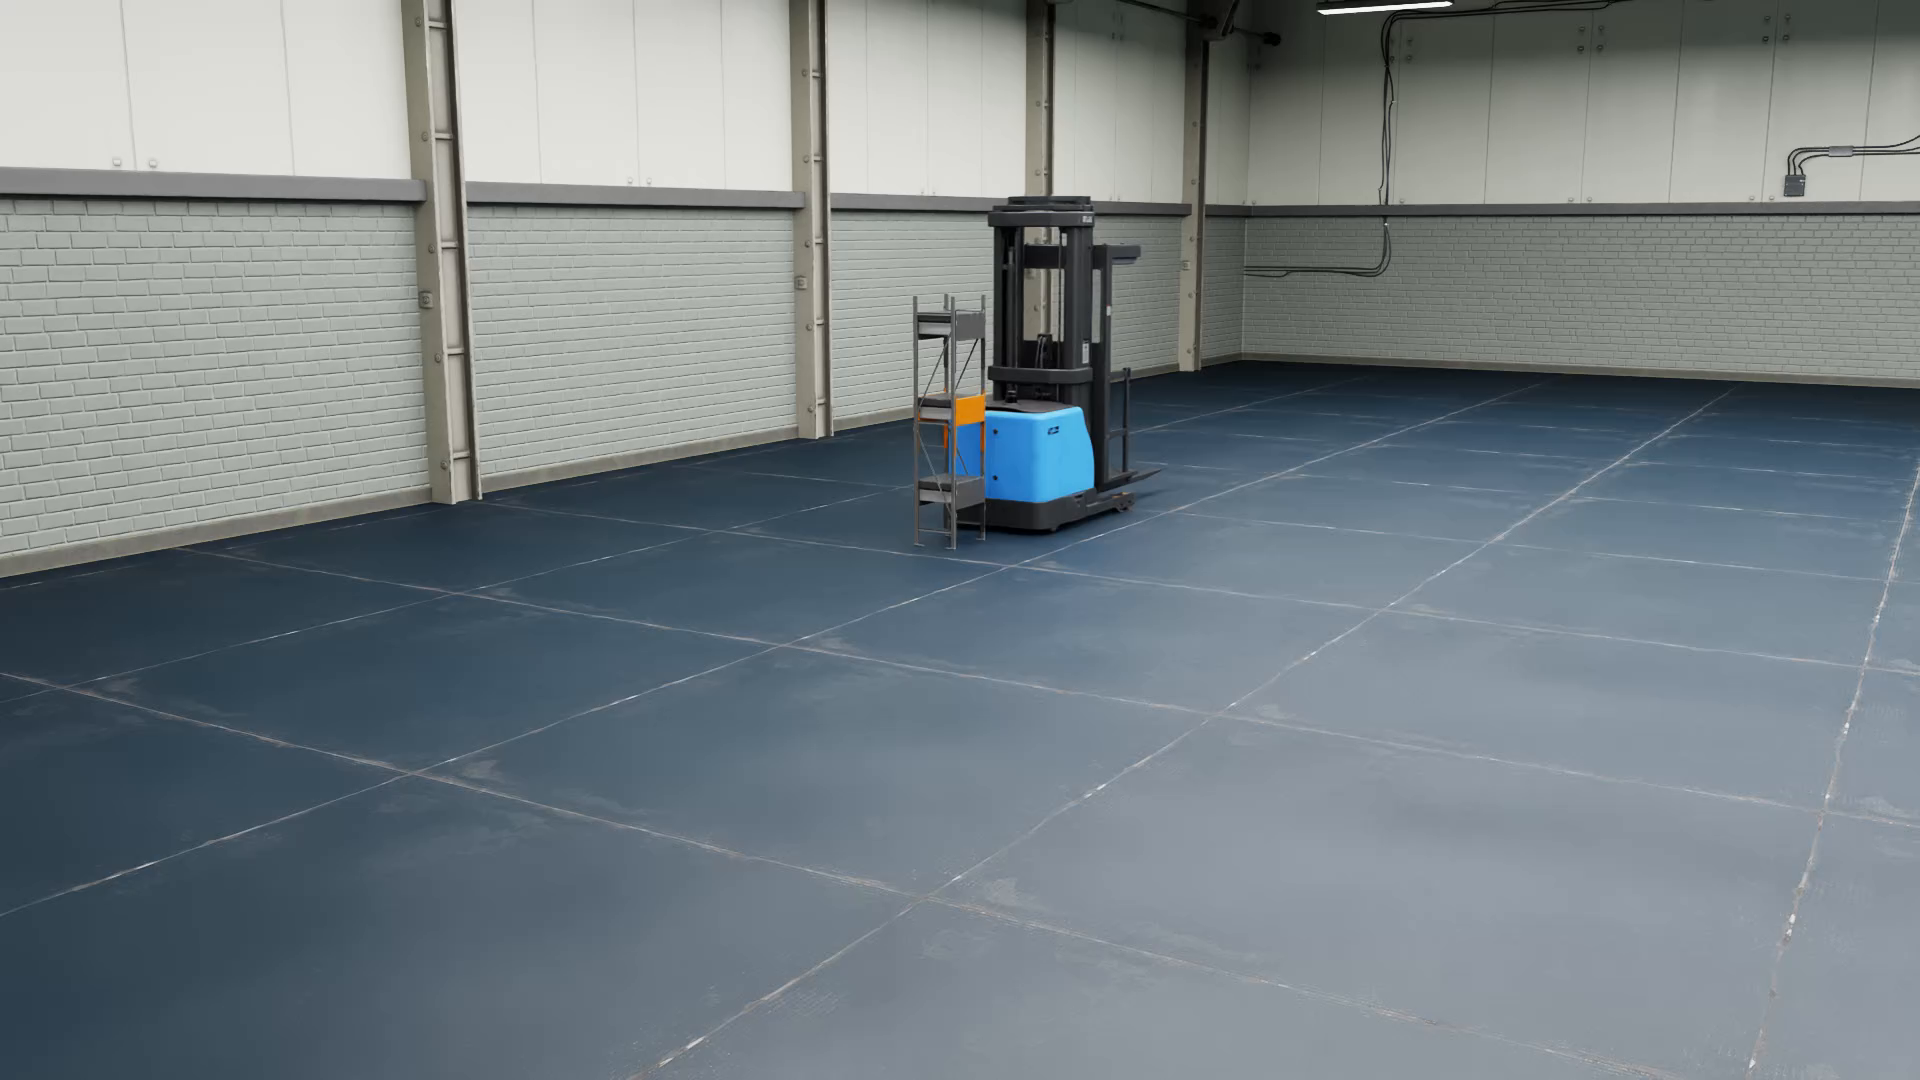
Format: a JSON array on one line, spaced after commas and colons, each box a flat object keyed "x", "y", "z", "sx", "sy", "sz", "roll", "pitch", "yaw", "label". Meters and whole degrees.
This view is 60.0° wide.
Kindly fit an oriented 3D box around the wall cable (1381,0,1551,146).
[{"x": 9.329, "y": -8.682, "z": 31.005, "sx": 3.097, "sy": 2.526, "sz": 0.112, "roll": 6, "pitch": 12, "yaw": 31, "label": "wall cable"}]

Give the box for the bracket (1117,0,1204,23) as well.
[{"x": 3.108, "y": -8.913, "z": 27.739, "sx": 0.076, "sy": 0.066, "sz": 4.783, "roll": 6, "pitch": 12, "yaw": 31, "label": "bracket"}]

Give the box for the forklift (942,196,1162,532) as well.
[{"x": 1.016, "y": -1.739, "z": 15.693, "sx": 1.130, "sy": 2.935, "sz": 3.031, "roll": 6, "pitch": 12, "yaw": 30, "label": "forklift"}]

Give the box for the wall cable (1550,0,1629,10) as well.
[{"x": 11.974, "y": -10.622, "z": 29.008, "sx": 3.097, "sy": 2.526, "sz": 0.112, "roll": 6, "pitch": 12, "yaw": 31, "label": "wall cable"}]

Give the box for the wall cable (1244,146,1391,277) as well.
[{"x": 7.017, "y": -6.458, "z": 32.851, "sx": 3.097, "sy": 2.526, "sz": 0.112, "roll": 6, "pitch": 12, "yaw": 31, "label": "wall cable"}]

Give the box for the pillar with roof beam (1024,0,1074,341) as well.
[{"x": 4.922, "y": -6.293, "z": 23.528, "sx": 9.100, "sy": 9.000, "sz": 0.548, "roll": 6, "pitch": 12, "yaw": 31, "label": "pillar with roof beam"}]

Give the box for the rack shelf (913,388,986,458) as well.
[{"x": -0.086, "y": -0.993, "z": 14.039, "sx": 0.431, "sy": 0.518, "sz": 0.480, "roll": 6, "pitch": 12, "yaw": 31, "label": "rack shelf"}]

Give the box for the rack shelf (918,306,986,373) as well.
[{"x": -0.086, "y": -1.681, "z": 13.910, "sx": 0.431, "sy": 0.518, "sz": 0.480, "roll": 6, "pitch": 12, "yaw": 31, "label": "rack shelf"}]

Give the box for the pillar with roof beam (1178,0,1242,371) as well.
[{"x": 8.037, "y": -7.236, "z": 28.568, "sx": 9.100, "sy": 9.000, "sz": 0.548, "roll": 6, "pitch": 12, "yaw": 31, "label": "pillar with roof beam"}]

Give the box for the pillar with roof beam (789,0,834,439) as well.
[{"x": 1.807, "y": -5.349, "z": 18.487, "sx": 9.100, "sy": 9.000, "sz": 0.400, "roll": 6, "pitch": 12, "yaw": 31, "label": "pillar with roof beam"}]

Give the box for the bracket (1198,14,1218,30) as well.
[{"x": 4.445, "y": -9.318, "z": 29.904, "sx": 0.235, "sy": 0.232, "sz": 0.430, "roll": 6, "pitch": 12, "yaw": 31, "label": "bracket"}]

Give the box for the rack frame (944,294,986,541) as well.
[{"x": 0.041, "y": -1.044, "z": 14.241, "sx": 0.400, "sy": 2.100, "sz": 0.015, "roll": 6, "pitch": 12, "yaw": 31, "label": "rack frame"}]

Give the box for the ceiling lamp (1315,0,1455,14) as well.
[{"x": 6.411, "y": -9.455, "z": 24.558, "sx": 2.000, "sy": 3.185, "sz": 0.800, "roll": 6, "pitch": 12, "yaw": 31, "label": "ceiling lamp"}]

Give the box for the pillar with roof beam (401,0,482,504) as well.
[{"x": -1.308, "y": -4.406, "z": 13.447, "sx": 9.100, "sy": 9.000, "sz": 0.400, "roll": 6, "pitch": 12, "yaw": 31, "label": "pillar with roof beam"}]

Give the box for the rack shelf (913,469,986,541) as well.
[{"x": -0.086, "y": -0.305, "z": 14.168, "sx": 0.431, "sy": 0.518, "sz": 0.480, "roll": 6, "pitch": 12, "yaw": 31, "label": "rack shelf"}]

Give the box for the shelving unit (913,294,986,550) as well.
[{"x": -0.086, "y": -1.006, "z": 14.036, "sx": 0.431, "sy": 2.100, "sz": 0.503, "roll": 6, "pitch": 12, "yaw": 31, "label": "shelving unit"}]

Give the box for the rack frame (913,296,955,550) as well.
[{"x": -0.213, "y": -0.968, "z": 13.831, "sx": 0.400, "sy": 2.100, "sz": 0.015, "roll": 6, "pitch": 12, "yaw": 31, "label": "rack frame"}]

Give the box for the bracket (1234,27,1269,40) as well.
[{"x": 5.800, "y": -9.728, "z": 32.096, "sx": 0.076, "sy": 0.066, "sz": 3.189, "roll": 6, "pitch": 12, "yaw": 31, "label": "bracket"}]

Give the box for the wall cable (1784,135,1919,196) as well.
[{"x": 15.123, "y": -8.747, "z": 27.394, "sx": 2.305, "sy": 6.003, "sz": 0.169, "roll": 6, "pitch": 12, "yaw": 31, "label": "wall cable"}]

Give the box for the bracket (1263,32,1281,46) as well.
[{"x": 6.107, "y": -9.821, "z": 32.592, "sx": 0.235, "sy": 0.232, "sz": 0.430, "roll": 6, "pitch": 12, "yaw": 31, "label": "bracket"}]

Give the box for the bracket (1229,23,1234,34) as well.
[{"x": 4.876, "y": -9.448, "z": 30.601, "sx": 0.235, "sy": 0.232, "sz": 0.430, "roll": 6, "pitch": 12, "yaw": 31, "label": "bracket"}]
